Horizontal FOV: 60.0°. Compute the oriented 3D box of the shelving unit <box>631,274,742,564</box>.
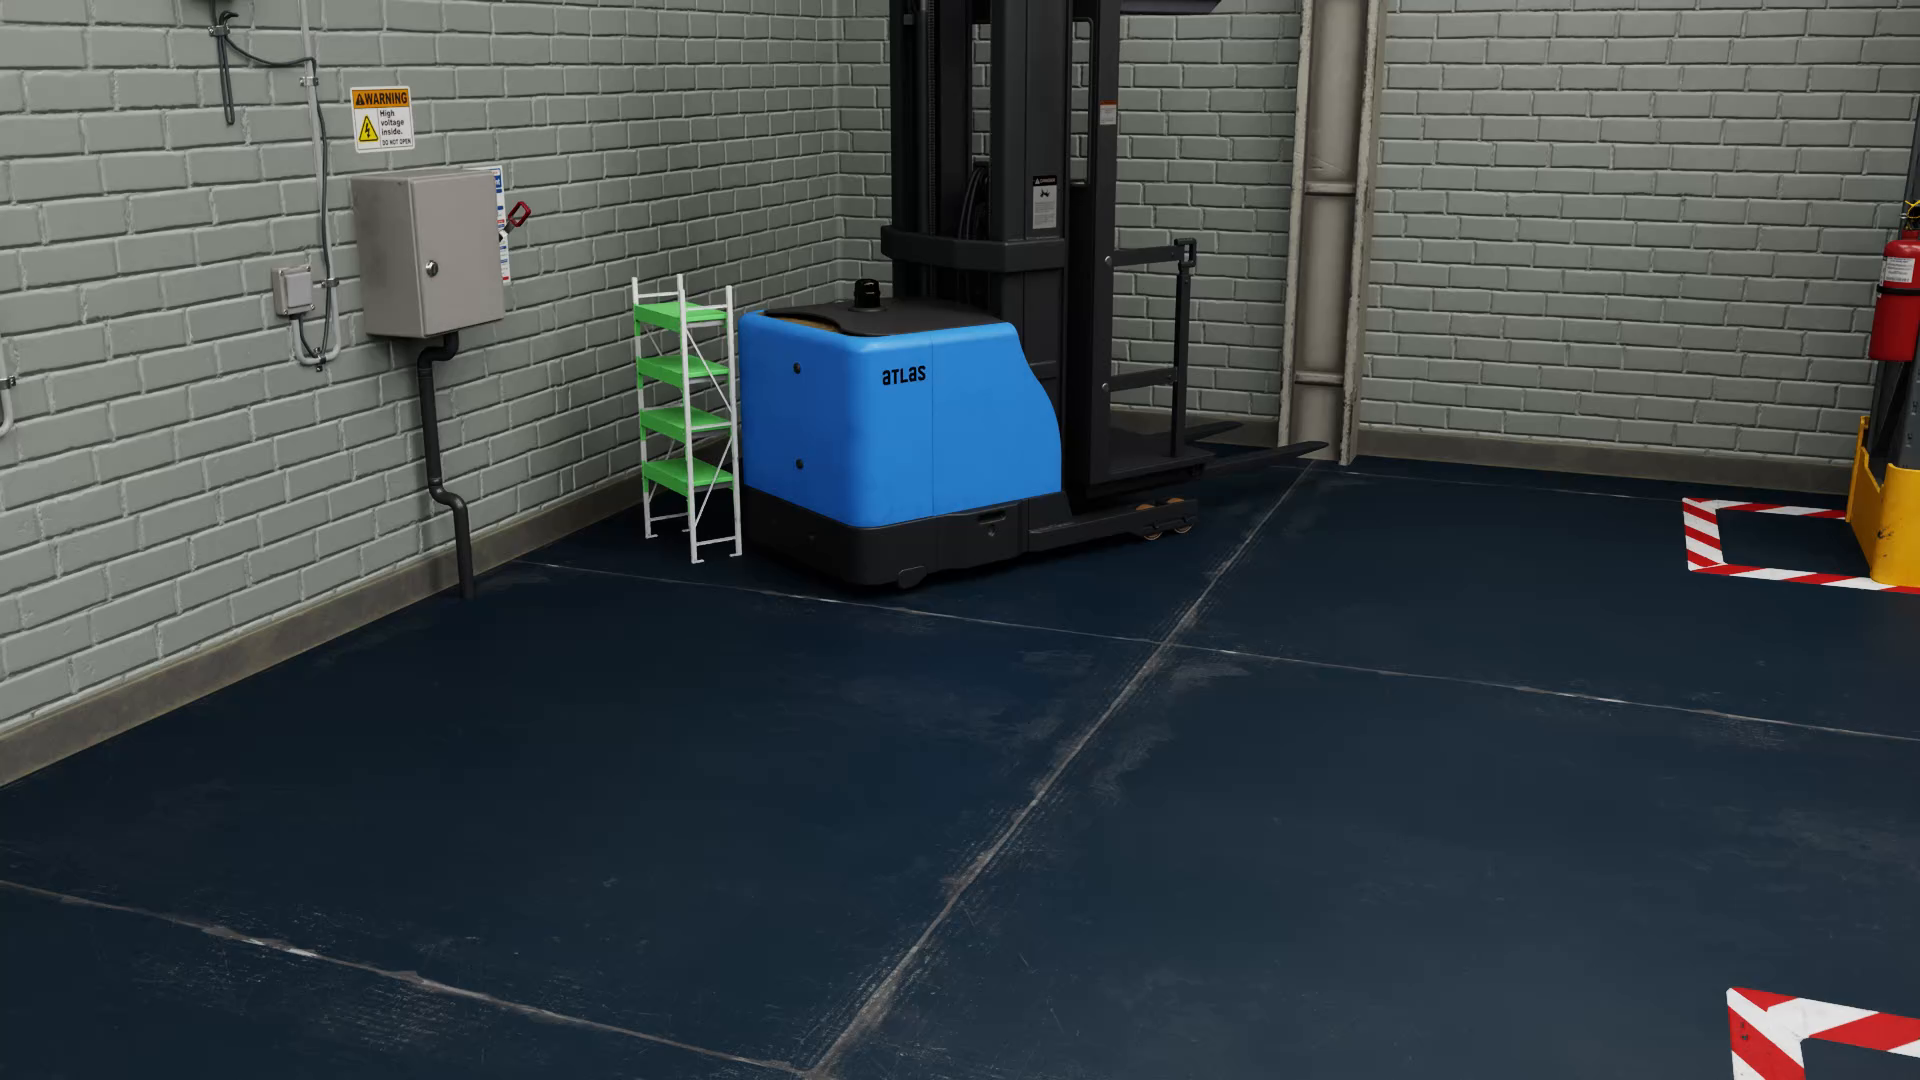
[{"bbox_3d":[-1.218,-0.549,7.412,0.258,1.200,0.503,-11,19,-33],"label":"shelving unit"}]

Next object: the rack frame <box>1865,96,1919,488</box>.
[{"bbox_3d":[4.169,-1.397,7.106,0.127,3.000,1.000,6,17,21],"label":"rack frame"}]

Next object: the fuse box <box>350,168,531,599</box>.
[{"bbox_3d":[-1.996,-0.591,6.641,0.414,1.711,0.539,6,17,21],"label":"fuse box"}]

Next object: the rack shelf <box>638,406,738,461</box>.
[{"bbox_3d":[-1.218,-0.487,7.430,0.258,0.148,0.480,-11,19,-33],"label":"rack shelf"}]

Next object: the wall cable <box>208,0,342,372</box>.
[{"bbox_3d":[-2.393,-1.537,5.766,0.122,1.984,0.588,6,17,21],"label":"wall cable"}]

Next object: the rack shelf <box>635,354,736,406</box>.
[{"bbox_3d":[-1.218,-0.718,7.363,0.258,0.148,0.480,-11,19,-33],"label":"rack shelf"}]

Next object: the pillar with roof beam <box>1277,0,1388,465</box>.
[{"bbox_3d":[0.412,-3.671,4.179,0.400,9.000,9.100,6,17,21],"label":"pillar with roof beam"}]

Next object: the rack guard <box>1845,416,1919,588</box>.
[{"bbox_3d":[4.240,-0.189,7.428,0.348,0.500,1.175,6,17,21],"label":"rack guard"}]

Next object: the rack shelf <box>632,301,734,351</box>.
[{"bbox_3d":[-1.218,-0.948,7.296,0.258,0.148,0.480,-11,19,-33],"label":"rack shelf"}]

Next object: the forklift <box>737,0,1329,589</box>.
[{"bbox_3d":[0.498,-1.512,7.624,3.031,2.935,1.130,-12,20,-35],"label":"forklift"}]

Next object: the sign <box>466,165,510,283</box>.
[{"bbox_3d":[-2.008,-1.314,6.989,0.001,0.494,0.329,6,17,21],"label":"sign"}]

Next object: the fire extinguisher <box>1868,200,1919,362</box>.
[{"bbox_3d":[3.862,-1.076,6.808,0.183,0.674,0.296,6,17,21],"label":"fire extinguisher"}]

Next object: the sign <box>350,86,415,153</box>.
[{"bbox_3d":[-2.209,-1.614,6.370,0.001,0.242,0.339,6,17,21],"label":"sign"}]

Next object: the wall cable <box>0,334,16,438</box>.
[{"bbox_3d":[-2.903,-1.183,4.491,0.123,1.953,0.585,6,17,21],"label":"wall cable"}]

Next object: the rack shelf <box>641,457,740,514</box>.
[{"bbox_3d":[-1.218,-0.257,7.497,0.258,0.148,0.480,-11,19,-33],"label":"rack shelf"}]

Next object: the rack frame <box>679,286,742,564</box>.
[{"bbox_3d":[-1.080,-0.493,7.218,0.240,1.200,0.015,-11,19,-33],"label":"rack frame"}]

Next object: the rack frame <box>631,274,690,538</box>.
[{"bbox_3d":[-1.355,-0.605,7.605,0.240,1.200,0.015,-11,19,-33],"label":"rack frame"}]
